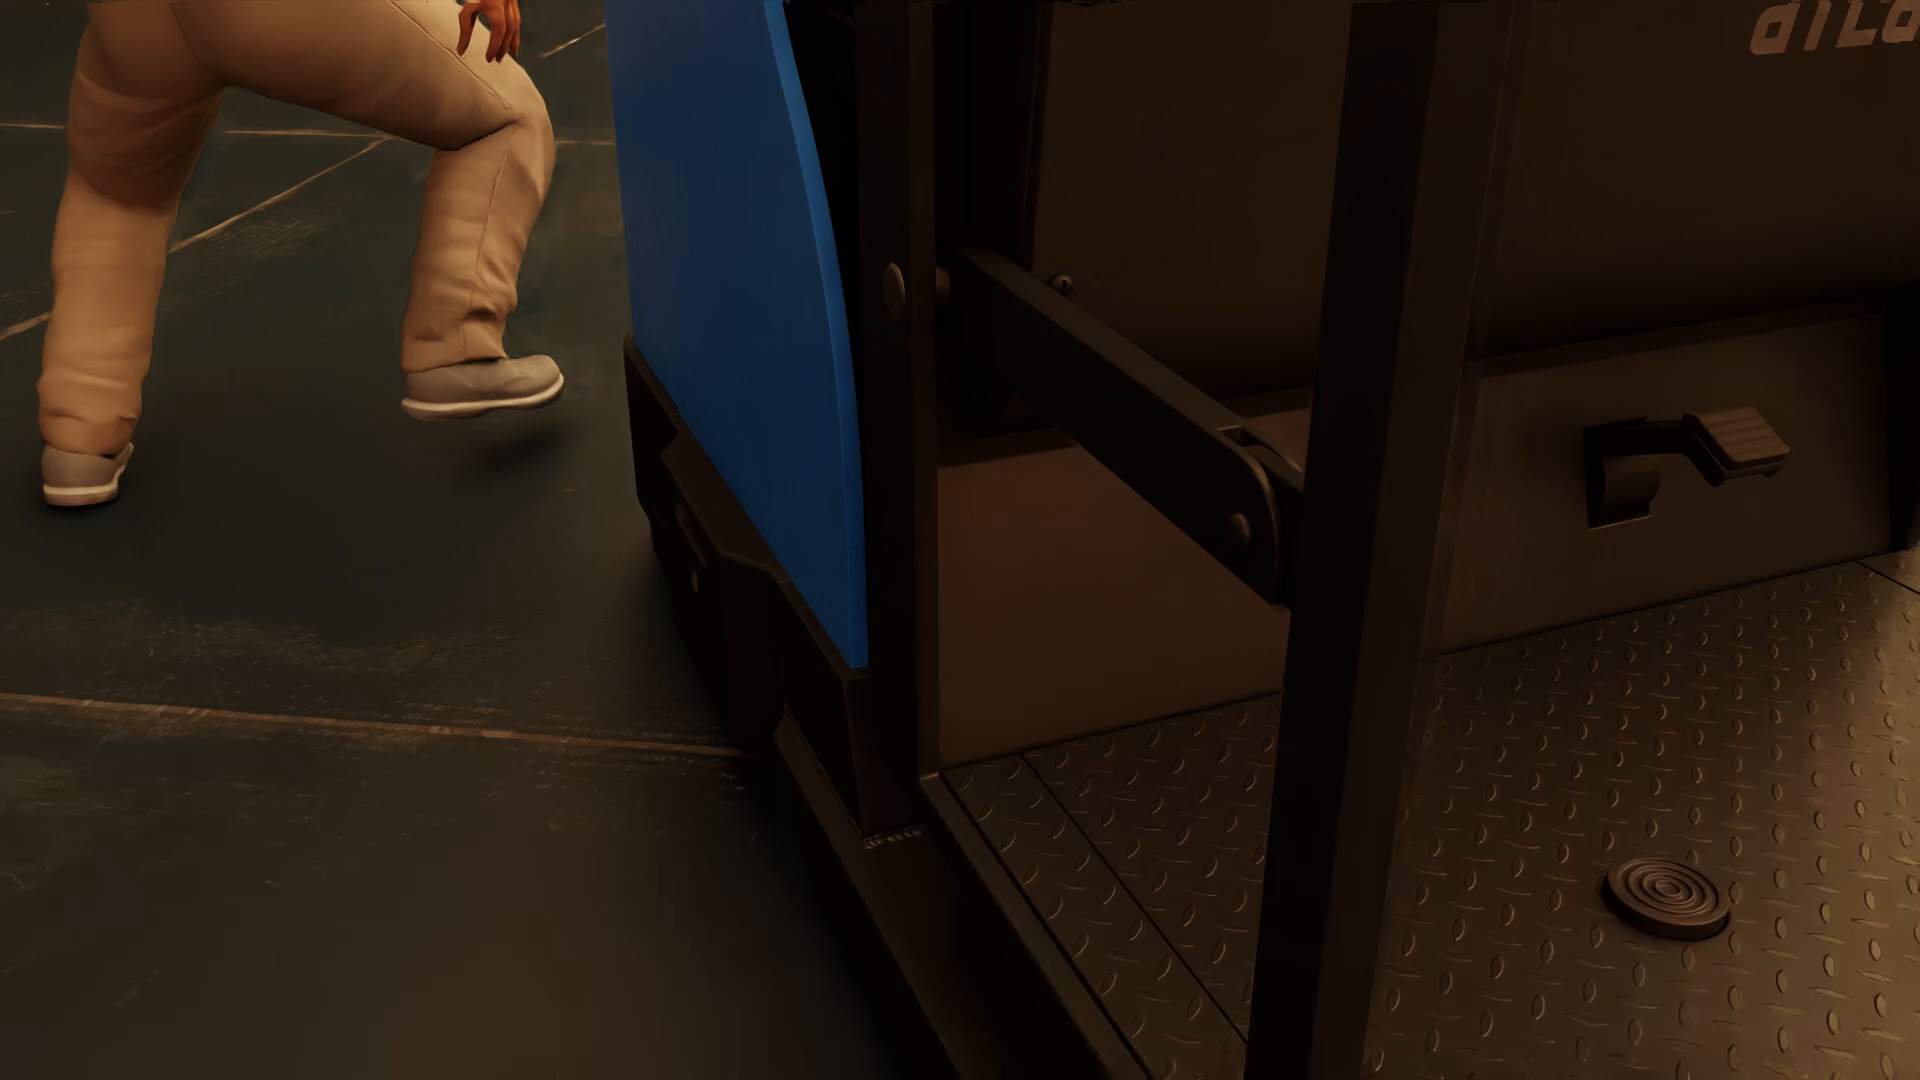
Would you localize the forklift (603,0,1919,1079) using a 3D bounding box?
[{"bbox_3d":[0.543,-0.809,0.838,1.130,2.935,3.031,-10,28,-20],"label":"forklift"}]

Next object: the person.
[{"bbox_3d":[-1.109,-0.855,2.447,0.961,1.617,0.642,6,27,12],"label":"person"}]
